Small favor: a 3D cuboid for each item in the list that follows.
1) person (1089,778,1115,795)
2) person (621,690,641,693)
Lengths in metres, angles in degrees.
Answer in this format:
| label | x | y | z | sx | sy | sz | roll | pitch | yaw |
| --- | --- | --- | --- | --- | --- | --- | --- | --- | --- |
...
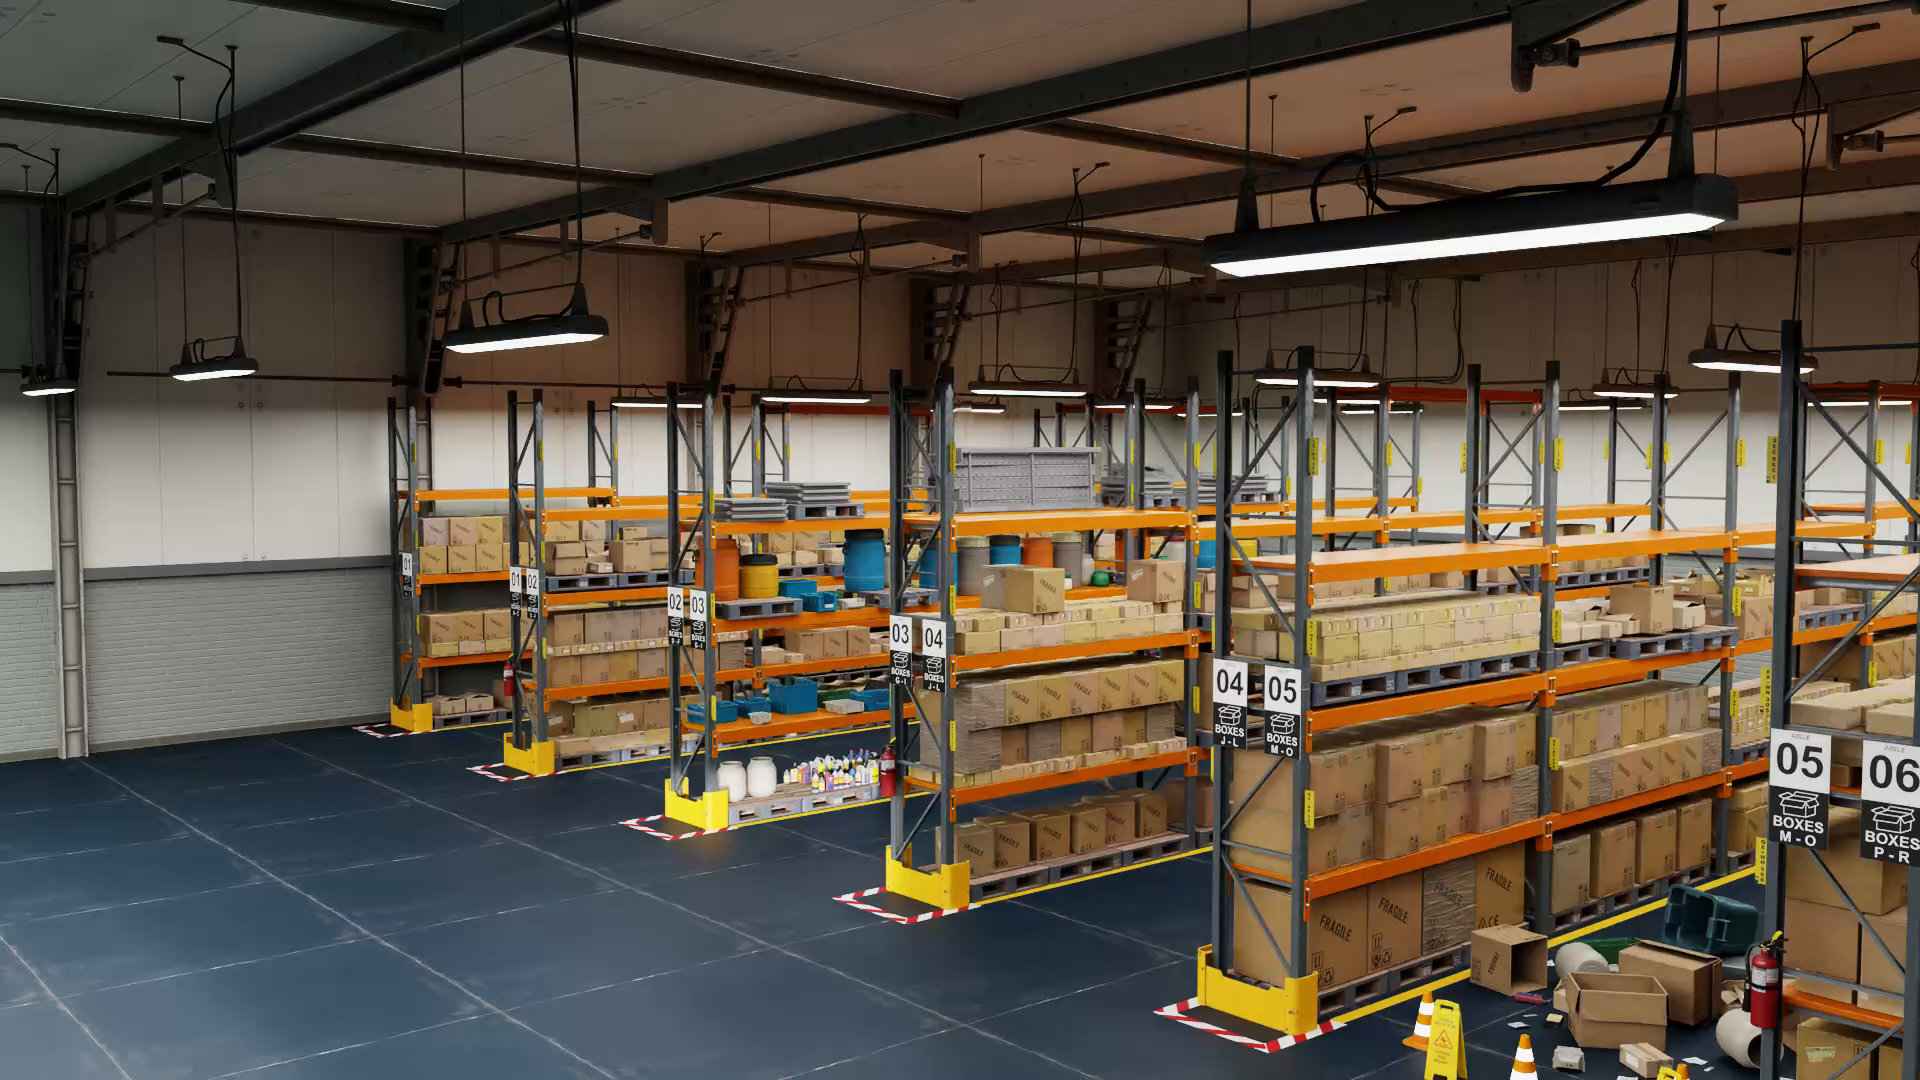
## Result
| label | x | y | z | sx | sy | sz | roll | pitch | yaw |
| --- | --- | --- | --- | --- | --- | --- | --- | --- | --- |
| person | 1.932 | 2.940 | 23.068 | 0.748 | 1.731 | 0.703 | -3 | 4 | -38 |
| person | -5.726 | 2.607 | 29.245 | 1.032 | 1.769 | 0.714 | -3 | 5 | -44 |
